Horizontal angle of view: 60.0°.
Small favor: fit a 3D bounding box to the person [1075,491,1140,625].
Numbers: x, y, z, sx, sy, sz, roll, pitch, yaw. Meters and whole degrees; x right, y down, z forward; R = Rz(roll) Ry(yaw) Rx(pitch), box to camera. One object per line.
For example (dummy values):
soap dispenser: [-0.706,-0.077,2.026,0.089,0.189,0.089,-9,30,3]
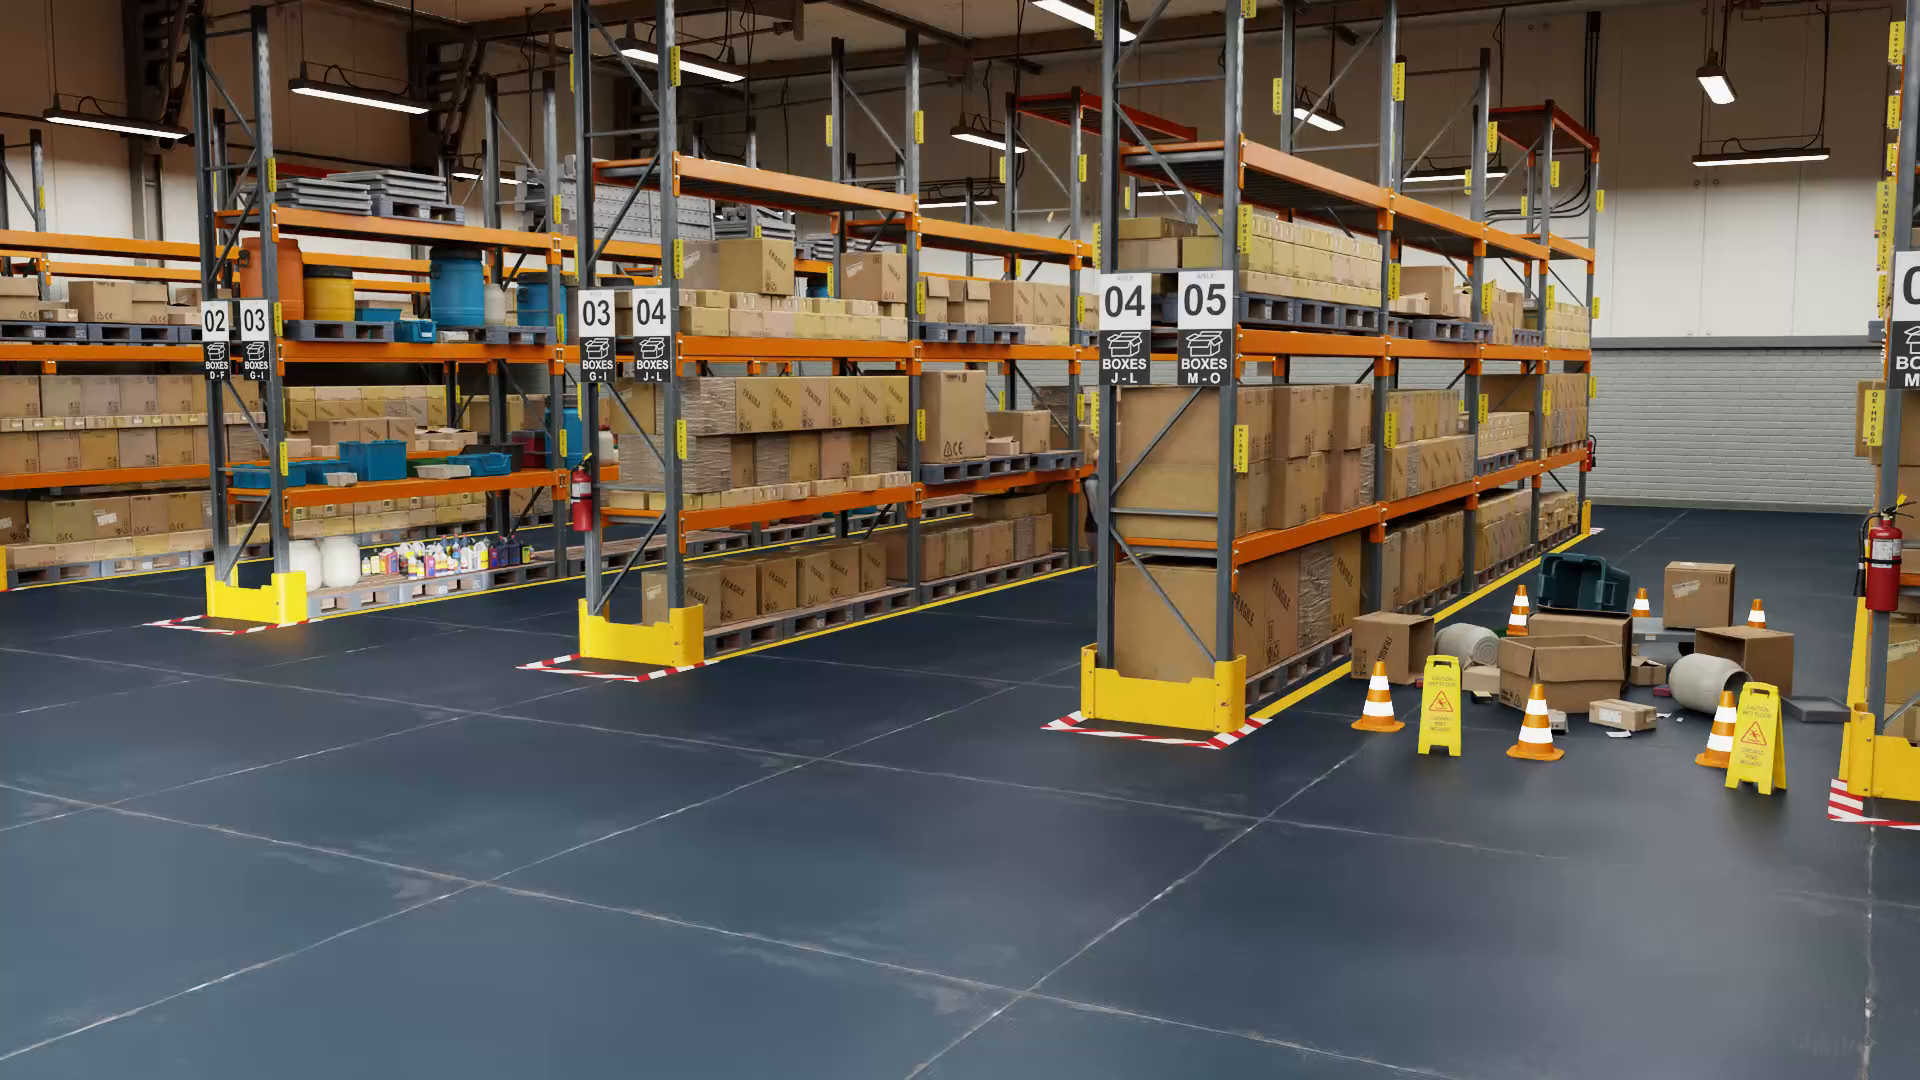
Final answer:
person: [1.468,0.071,16.503,0.602,1.538,0.586,3,7,29]
